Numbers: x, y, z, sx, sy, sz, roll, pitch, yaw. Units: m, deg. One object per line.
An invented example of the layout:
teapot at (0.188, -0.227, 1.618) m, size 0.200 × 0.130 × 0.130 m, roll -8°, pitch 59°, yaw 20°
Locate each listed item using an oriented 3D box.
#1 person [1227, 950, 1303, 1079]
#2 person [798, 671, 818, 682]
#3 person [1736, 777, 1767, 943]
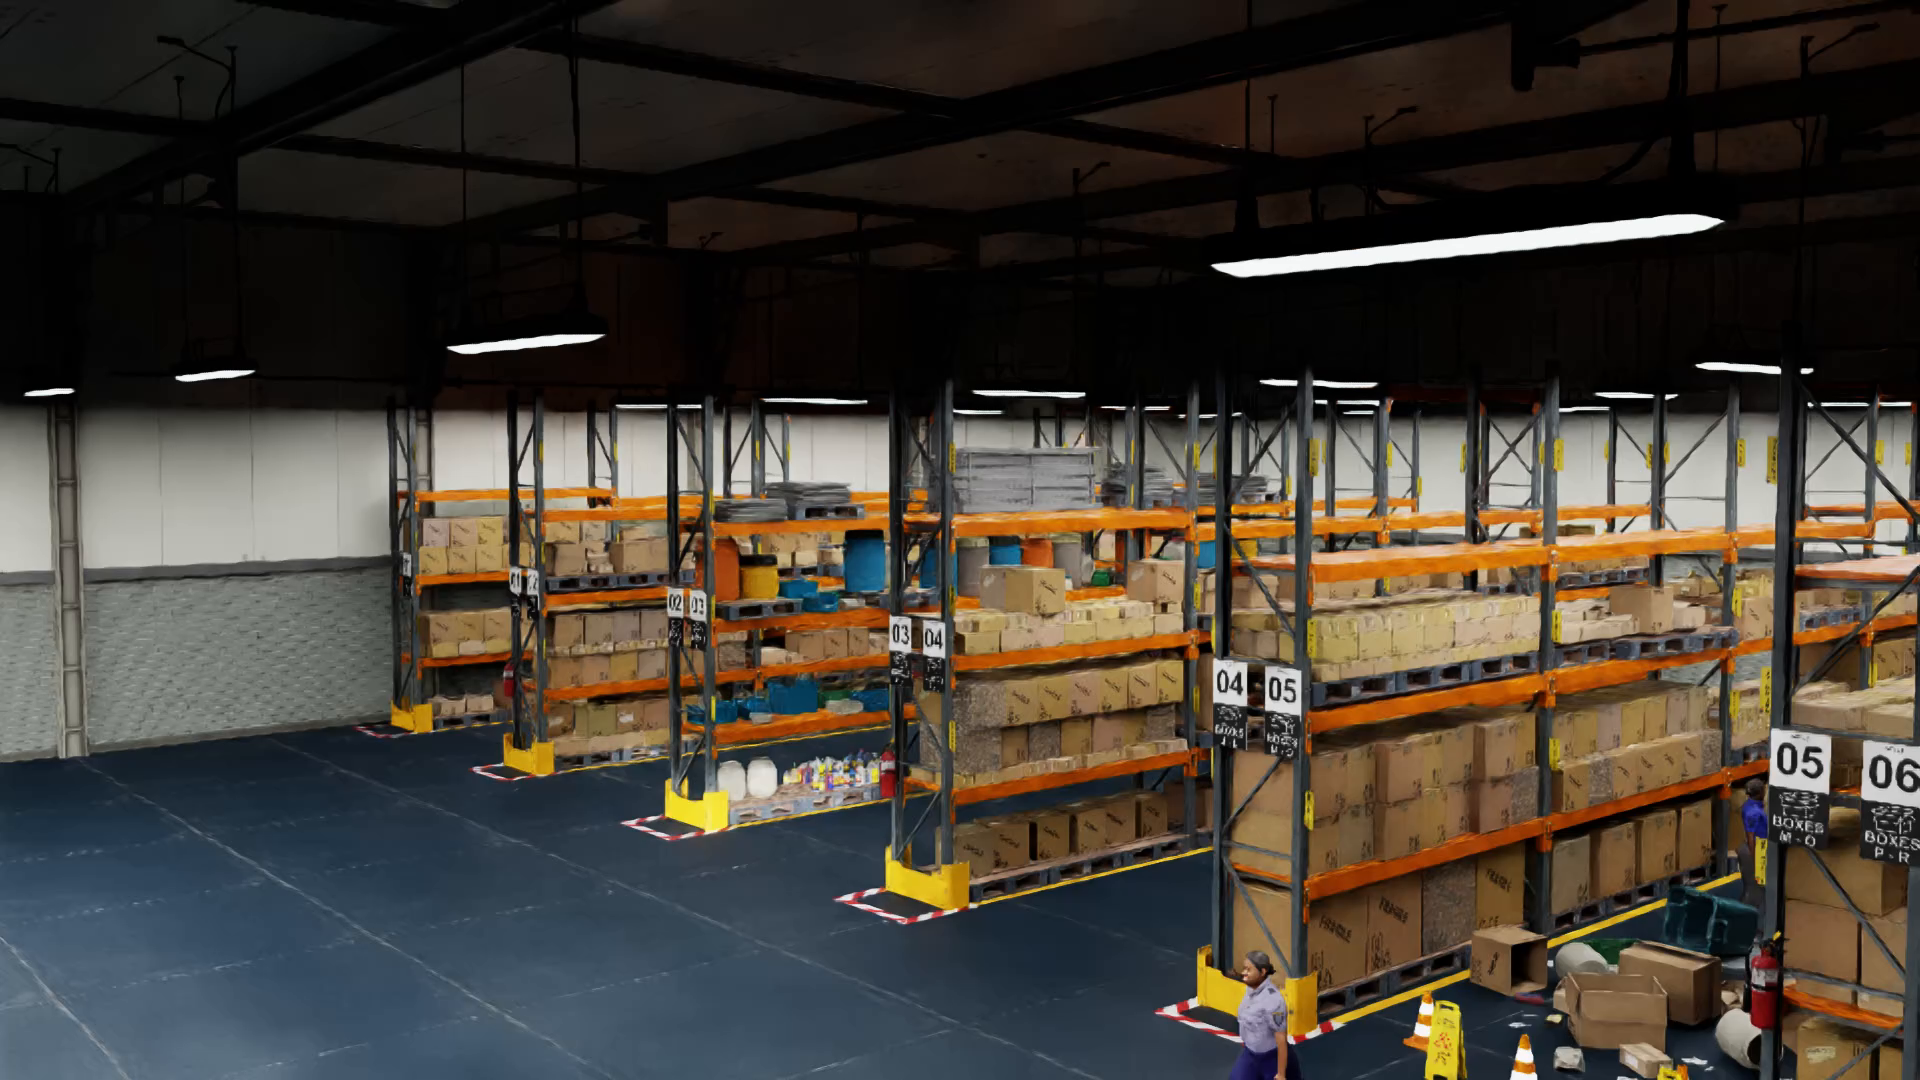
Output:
person at (2.234, 3.680, 11.770) m, size 0.939 × 1.582 × 0.534 m, roll -1°, pitch 4°, yaw -19°
person at (-2.974, 2.487, 31.717) m, size 1.099 × 1.560 × 0.446 m, roll -3°, pitch 4°, yaw -38°
person at (8.315, 3.352, 17.398) m, size 0.360 × 1.710 × 0.526 m, roll 1°, pitch 4°, yaw 22°
